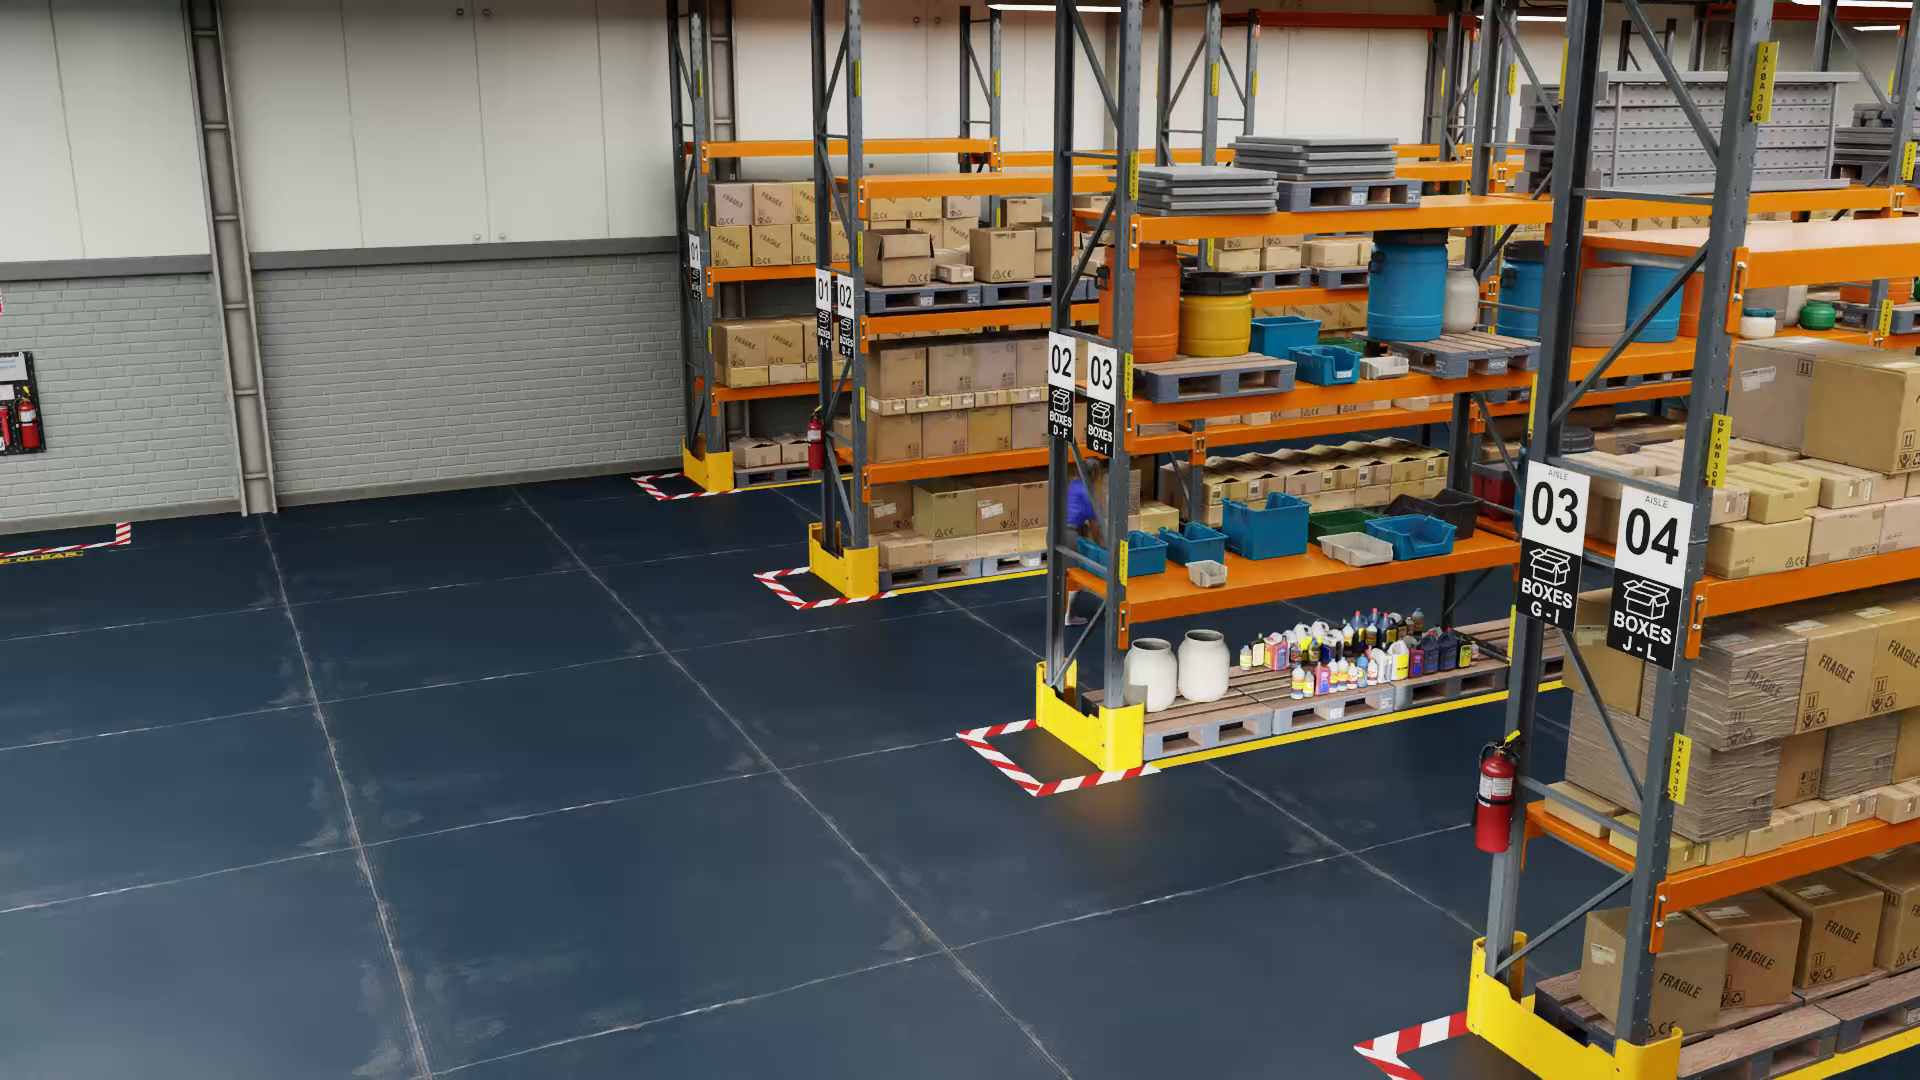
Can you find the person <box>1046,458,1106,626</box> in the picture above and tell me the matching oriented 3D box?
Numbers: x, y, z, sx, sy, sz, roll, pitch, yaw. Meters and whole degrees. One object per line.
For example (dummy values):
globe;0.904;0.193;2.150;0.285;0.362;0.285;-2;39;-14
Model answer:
person;1.105;0.007;15.894;0.557;1.590;0.410;-8;17;-26
